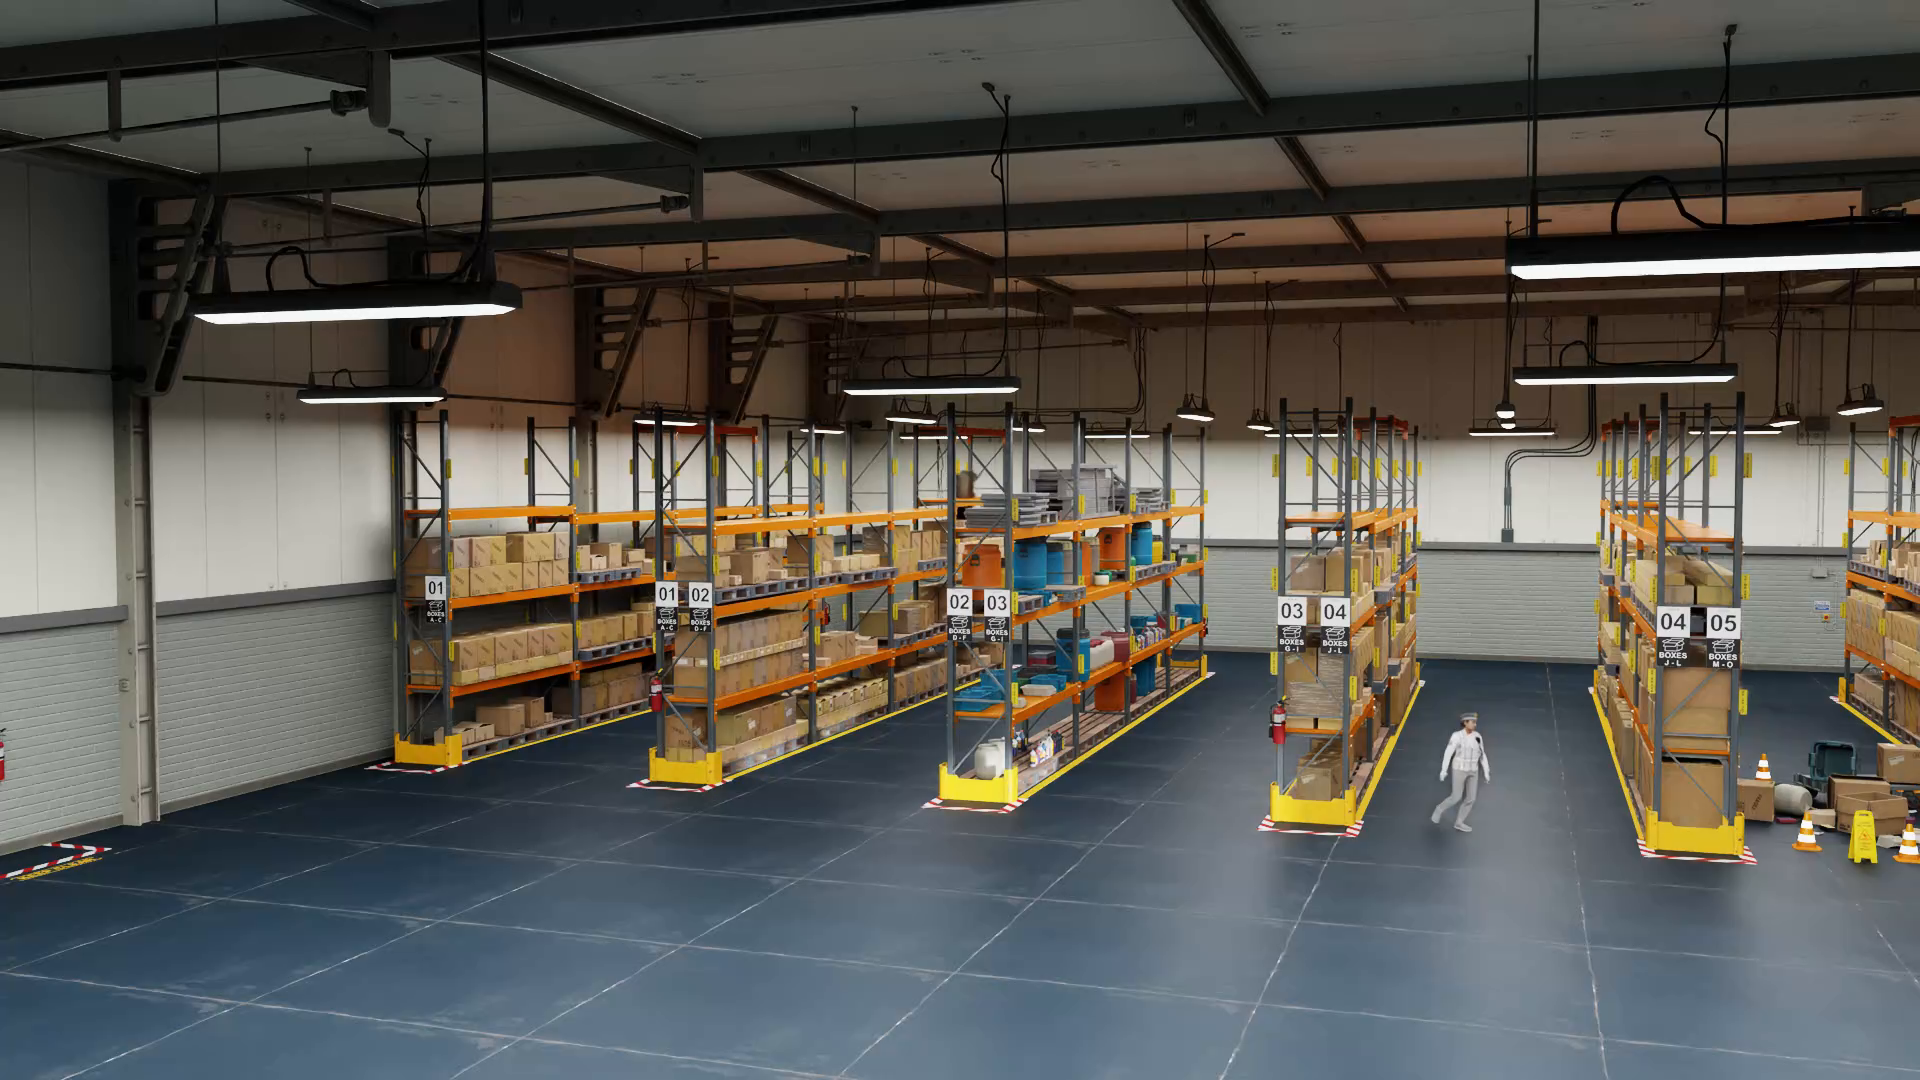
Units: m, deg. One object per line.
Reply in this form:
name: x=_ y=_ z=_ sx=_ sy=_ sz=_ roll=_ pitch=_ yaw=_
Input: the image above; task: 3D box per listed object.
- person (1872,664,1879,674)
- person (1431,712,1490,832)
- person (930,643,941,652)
person: x=20.842 y=2.572 z=37.453 sx=0.860 sy=1.609 sz=0.520 roll=0 pitch=2 yaw=2
person: x=6.912 y=3.189 z=22.988 sx=0.710 sy=1.650 sz=0.543 roll=-1 pitch=3 yaw=-15
person: x=-0.394 y=2.274 z=44.311 sx=0.698 sy=1.632 sz=1.071 roll=-2 pitch=3 yaw=-37
